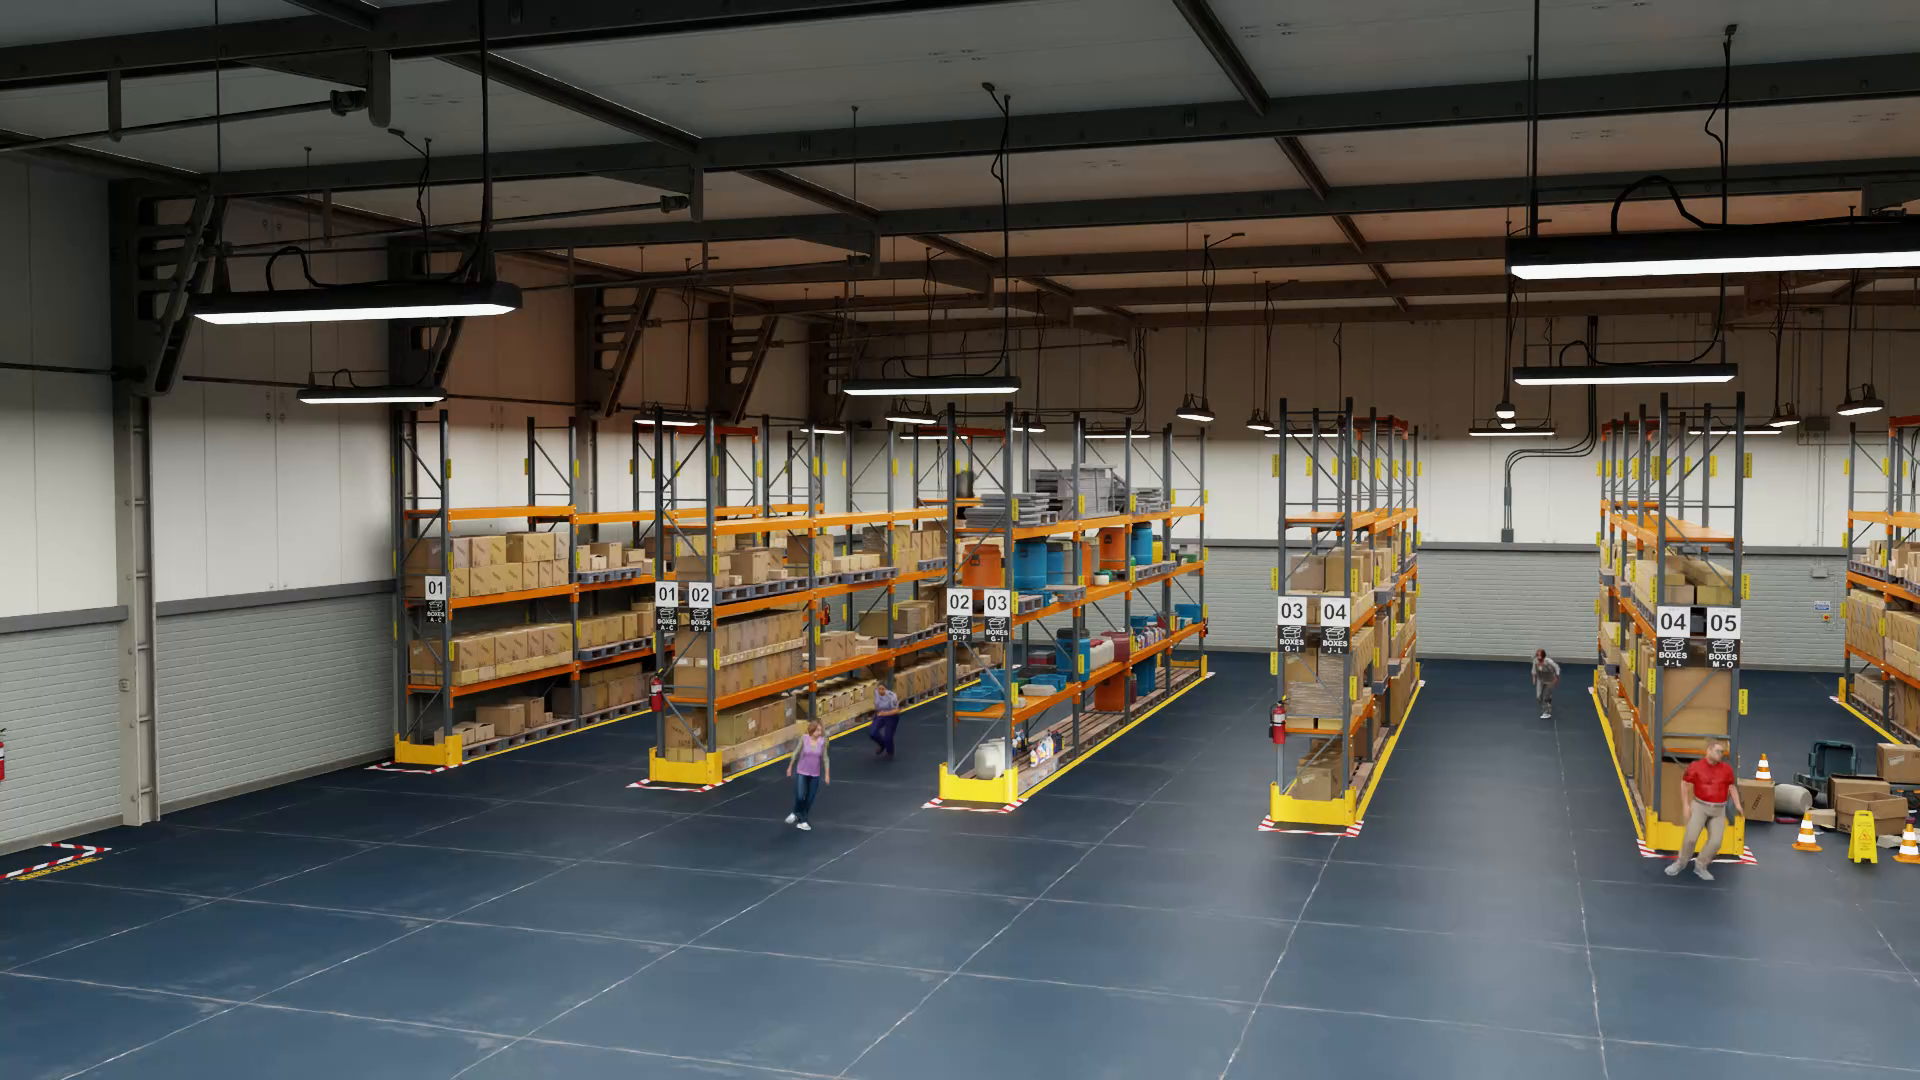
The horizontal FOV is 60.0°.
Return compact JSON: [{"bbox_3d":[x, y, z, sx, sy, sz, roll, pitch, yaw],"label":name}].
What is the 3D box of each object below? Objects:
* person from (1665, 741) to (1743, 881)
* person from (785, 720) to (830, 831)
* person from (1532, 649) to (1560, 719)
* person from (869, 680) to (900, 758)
[{"bbox_3d":[9.045,3.298,20.193,0.782,1.719,0.606,0,2,-4],"label":"person"},{"bbox_3d":[-2.103,3.247,22.969,0.569,1.558,0.534,-1,3,-19],"label":"person"},{"bbox_3d":[11.752,2.868,33.286,0.554,1.422,0.837,2,3,37],"label":"person"},{"bbox_3d":[-1.277,3.071,28.469,0.609,1.416,0.934,1,3,23],"label":"person"}]
